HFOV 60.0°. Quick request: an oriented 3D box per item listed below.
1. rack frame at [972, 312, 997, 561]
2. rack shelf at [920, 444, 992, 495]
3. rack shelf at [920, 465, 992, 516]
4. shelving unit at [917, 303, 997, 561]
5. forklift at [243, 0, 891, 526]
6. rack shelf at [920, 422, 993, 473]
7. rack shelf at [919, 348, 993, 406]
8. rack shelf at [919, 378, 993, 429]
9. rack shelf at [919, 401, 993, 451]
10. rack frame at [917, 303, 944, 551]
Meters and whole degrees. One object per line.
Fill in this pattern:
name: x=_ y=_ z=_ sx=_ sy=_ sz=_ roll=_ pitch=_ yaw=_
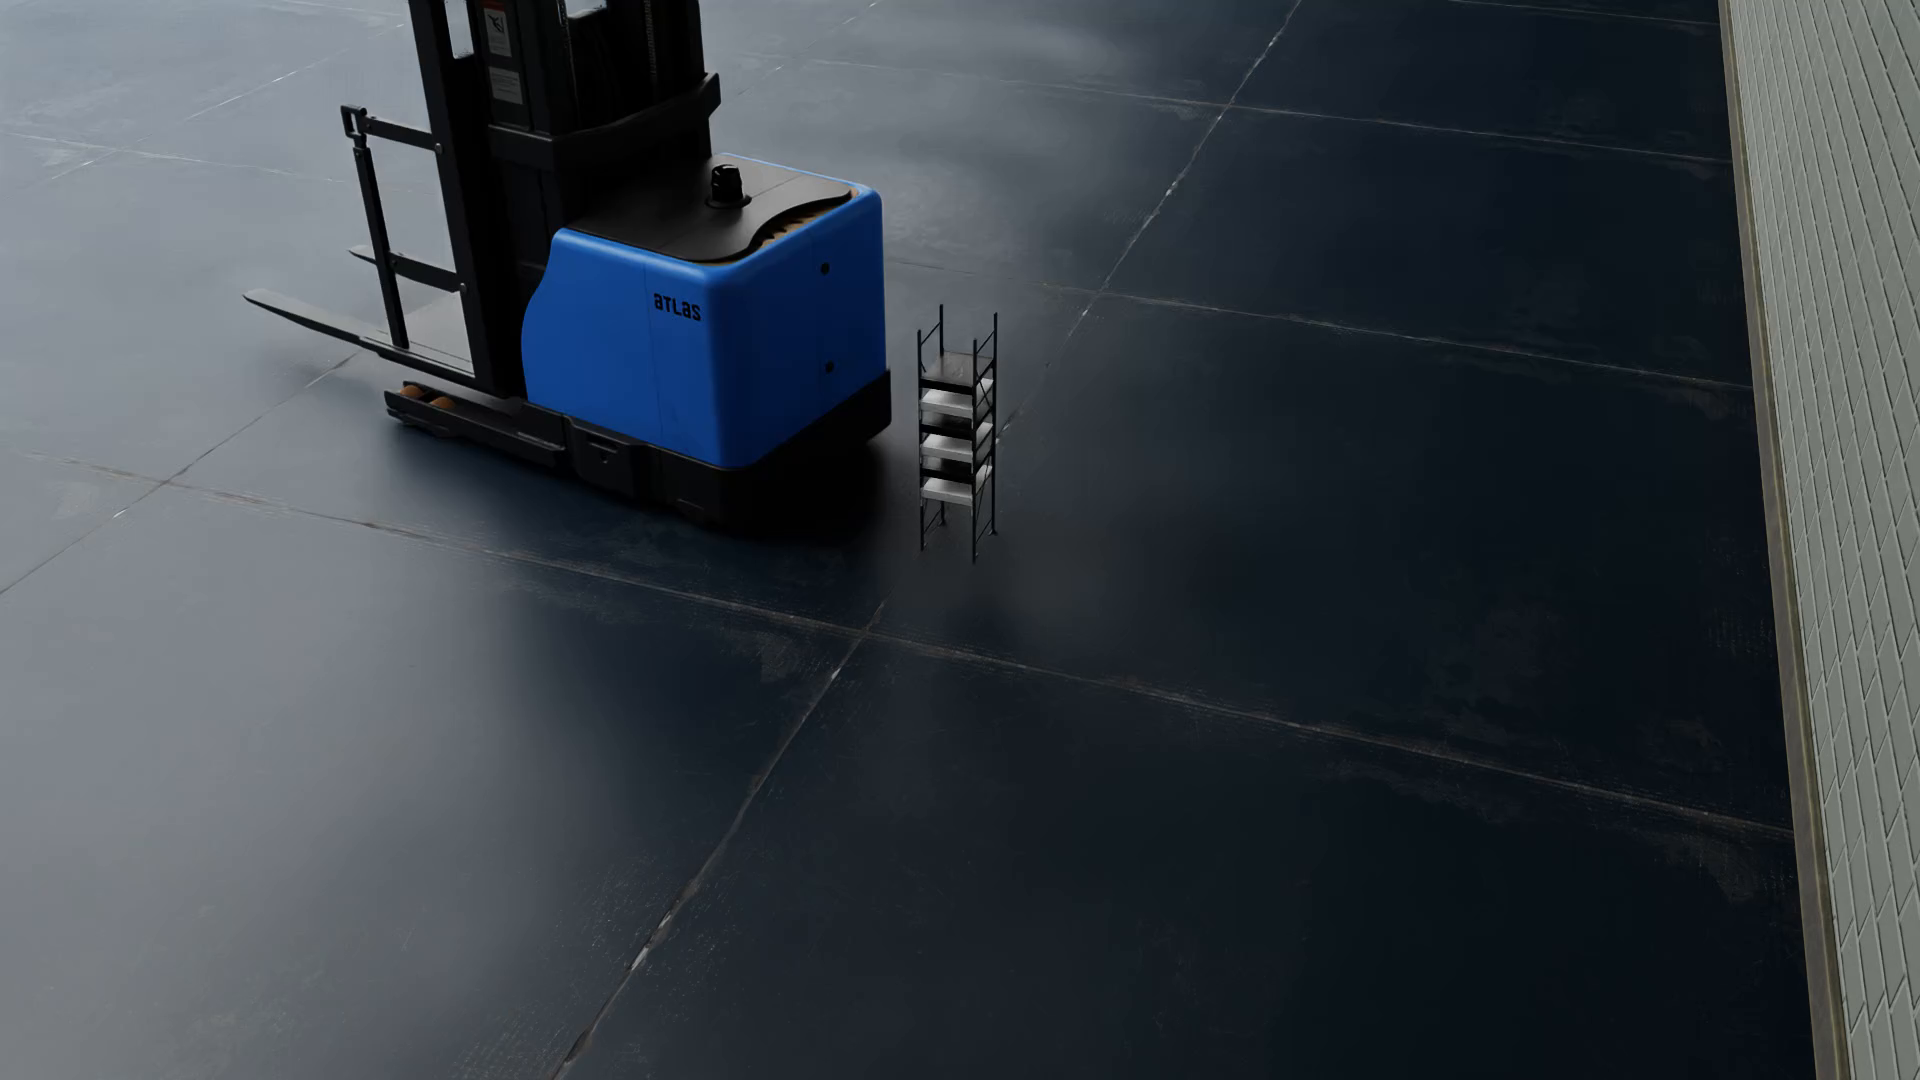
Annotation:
rack frame: x=0.088 y=-0.361 z=5.979 sx=0.006 sy=0.900 sz=0.240 roll=11 pitch=34 yaw=16
rack shelf: x=-0.008 y=-0.276 z=6.075 sx=0.200 sy=0.077 sz=0.258 roll=11 pitch=34 yaw=16
rack shelf: x=-0.008 y=-0.200 z=6.124 sx=0.200 sy=0.077 sz=0.258 roll=11 pitch=34 yaw=16
shelving unit: x=-0.008 y=-0.380 z=6.008 sx=0.210 sy=0.900 sz=0.258 roll=11 pitch=34 yaw=16
forklift: x=-1.806 y=-1.878 z=6.457 sx=3.031 sy=2.935 sz=1.130 roll=19 pitch=37 yaw=26
rack shelf: x=-0.008 y=-0.352 z=6.026 sx=0.200 sy=0.077 sz=0.258 roll=11 pitch=34 yaw=16
rack shelf: x=-0.008 y=-0.578 z=5.880 sx=0.200 sy=0.077 sz=0.258 roll=11 pitch=34 yaw=16
rack shelf: x=-0.008 y=-0.503 z=5.929 sx=0.200 sy=0.077 sz=0.258 roll=11 pitch=34 yaw=16
rack shelf: x=-0.008 y=-0.427 z=5.977 sx=0.200 sy=0.077 sz=0.258 roll=11 pitch=34 yaw=16
rack frame: x=-0.103 y=-0.398 z=6.037 sx=0.006 sy=0.900 sz=0.240 roll=11 pitch=34 yaw=16
